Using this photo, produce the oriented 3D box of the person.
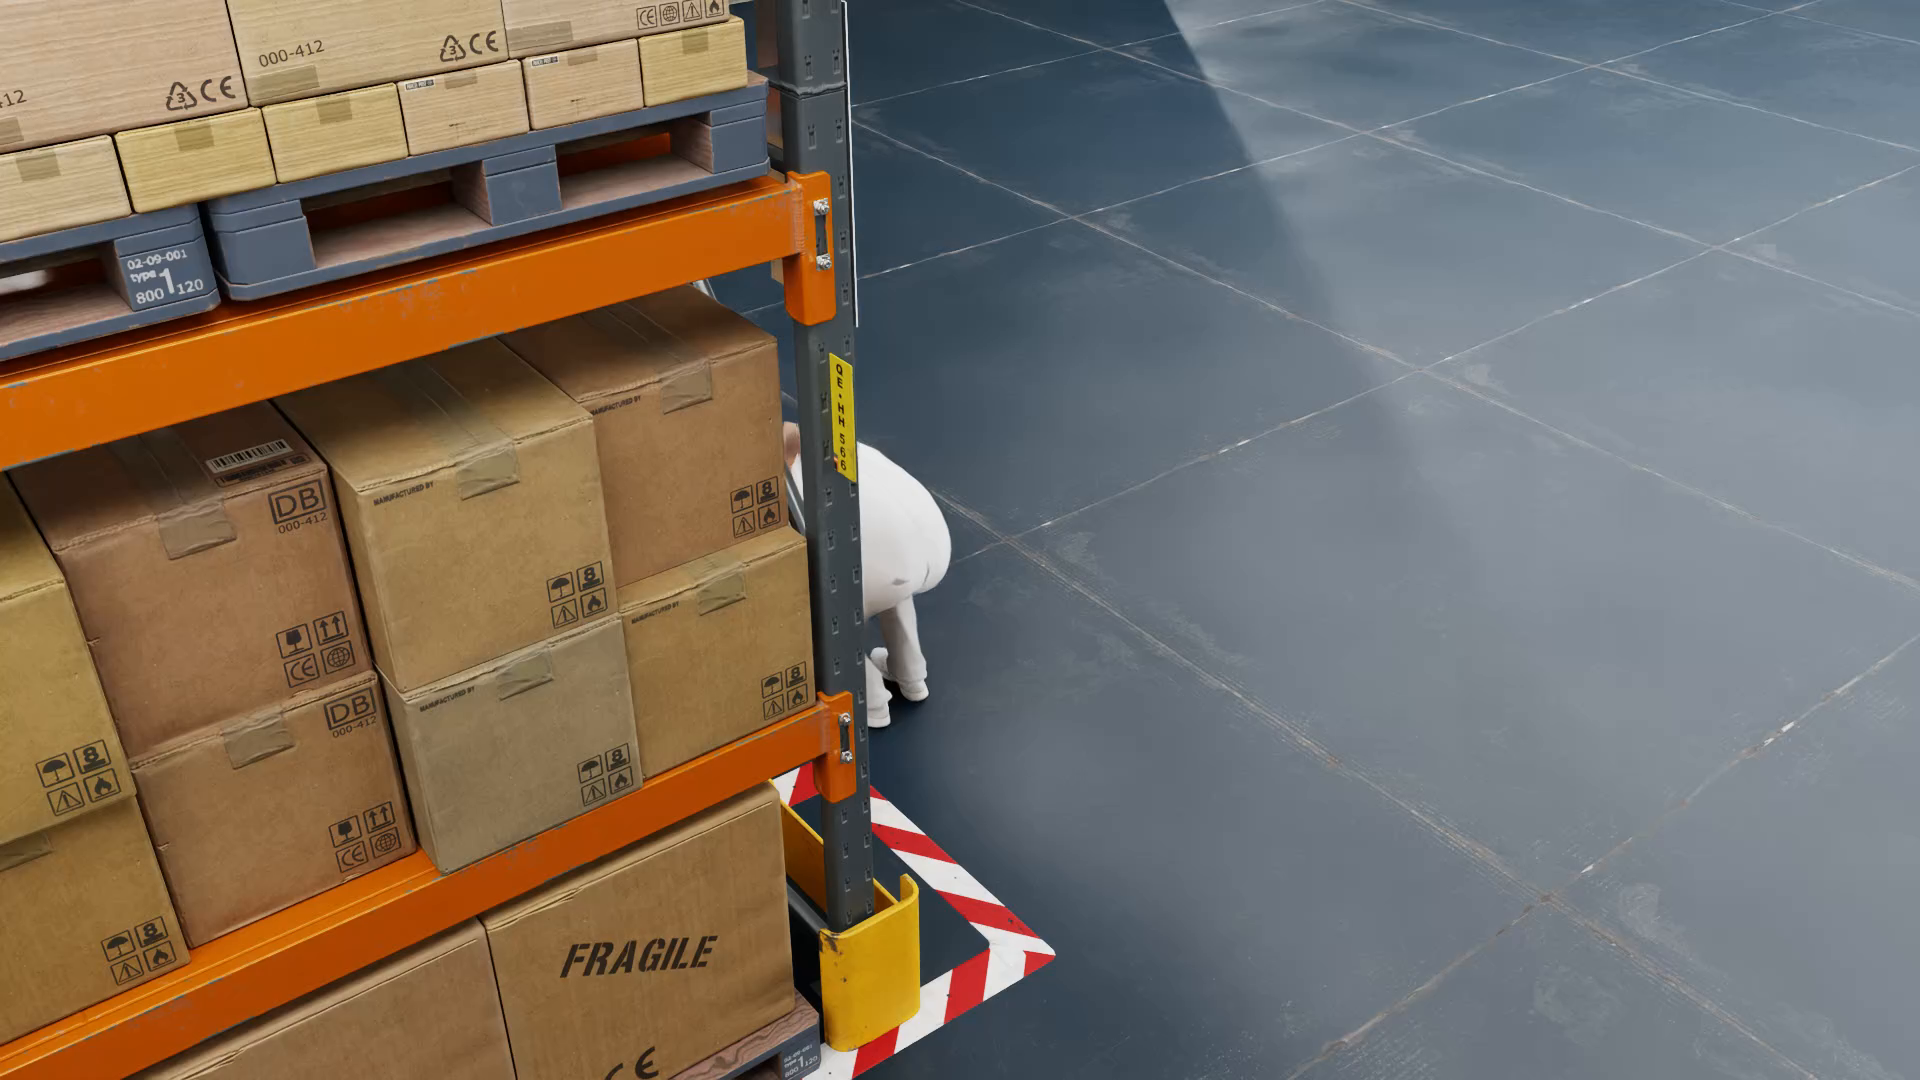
[{"bbox_3d":[-0.412,0.123,6.646,0.550,1.046,0.943,-25,39,-34],"label":"person"}]
